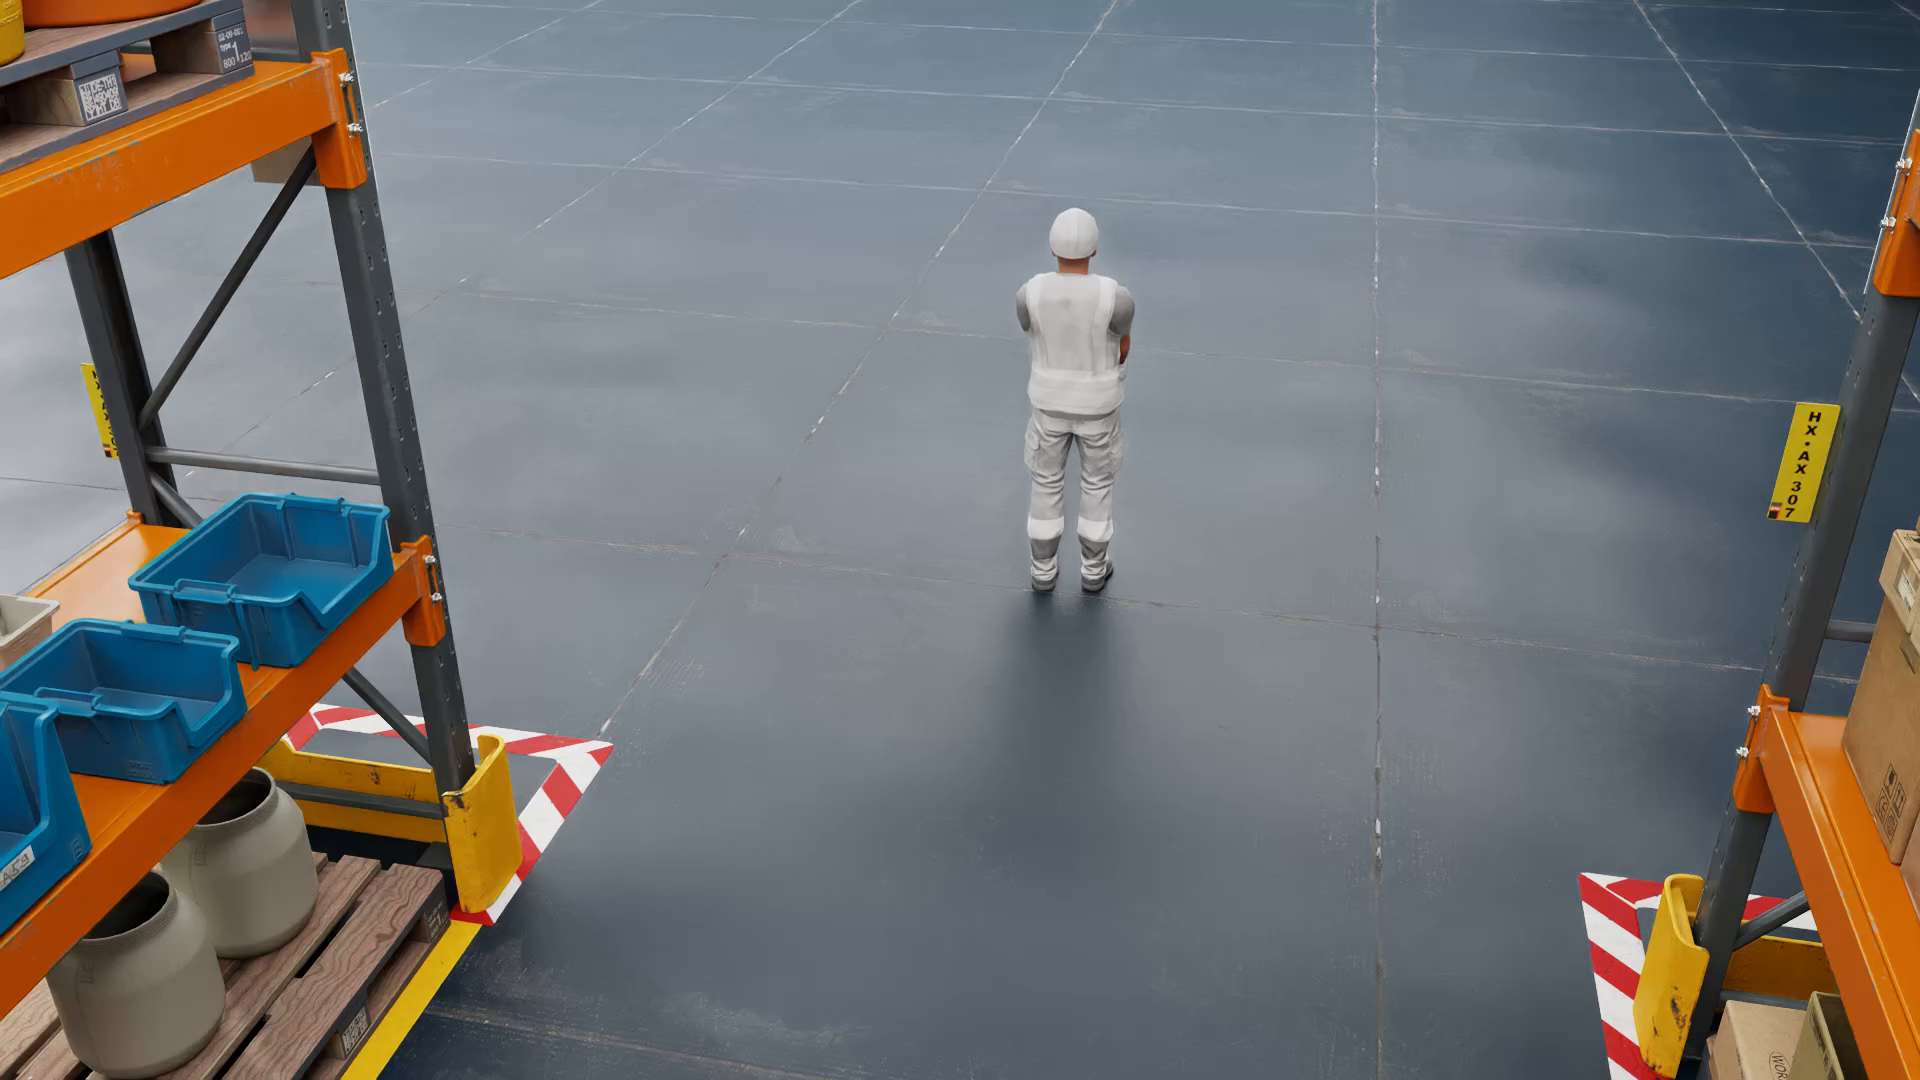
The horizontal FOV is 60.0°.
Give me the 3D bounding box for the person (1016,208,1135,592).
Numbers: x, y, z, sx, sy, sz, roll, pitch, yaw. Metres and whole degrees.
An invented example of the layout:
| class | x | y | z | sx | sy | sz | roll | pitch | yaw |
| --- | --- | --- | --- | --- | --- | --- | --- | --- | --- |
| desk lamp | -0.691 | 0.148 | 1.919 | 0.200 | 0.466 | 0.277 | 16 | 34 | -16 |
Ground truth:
| class | x | y | z | sx | sy | sz | roll | pitch | yaw |
| --- | --- | --- | --- | --- | --- | --- | --- | --- | --- |
| person | 0.506 | -0.625 | 7.253 | 0.497 | 1.785 | 0.561 | 6 | 29 | 11 |
